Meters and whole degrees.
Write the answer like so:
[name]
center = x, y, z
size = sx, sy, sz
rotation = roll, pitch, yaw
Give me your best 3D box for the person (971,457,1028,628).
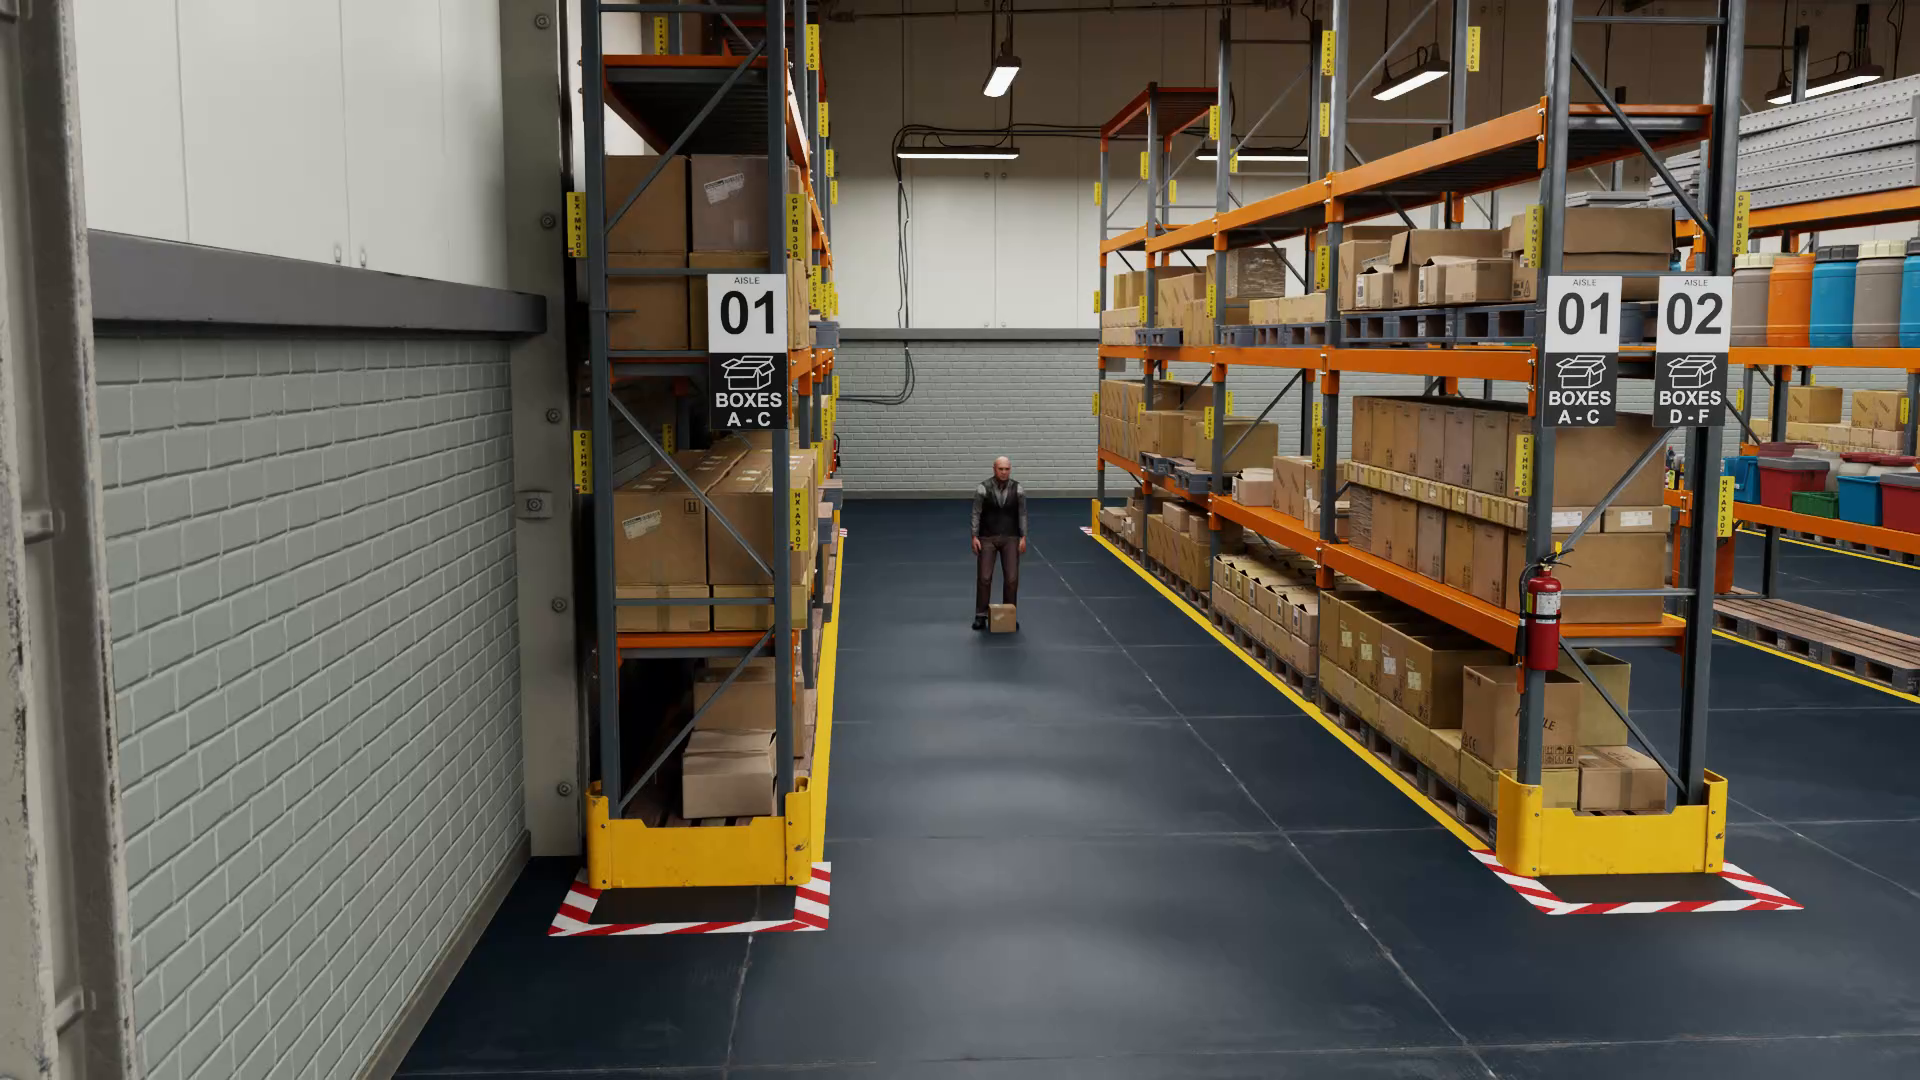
[person]
center = 0.393, 0.016, 16.719
size = 0.580, 1.719, 0.425
rotation = -1, 7, -6
